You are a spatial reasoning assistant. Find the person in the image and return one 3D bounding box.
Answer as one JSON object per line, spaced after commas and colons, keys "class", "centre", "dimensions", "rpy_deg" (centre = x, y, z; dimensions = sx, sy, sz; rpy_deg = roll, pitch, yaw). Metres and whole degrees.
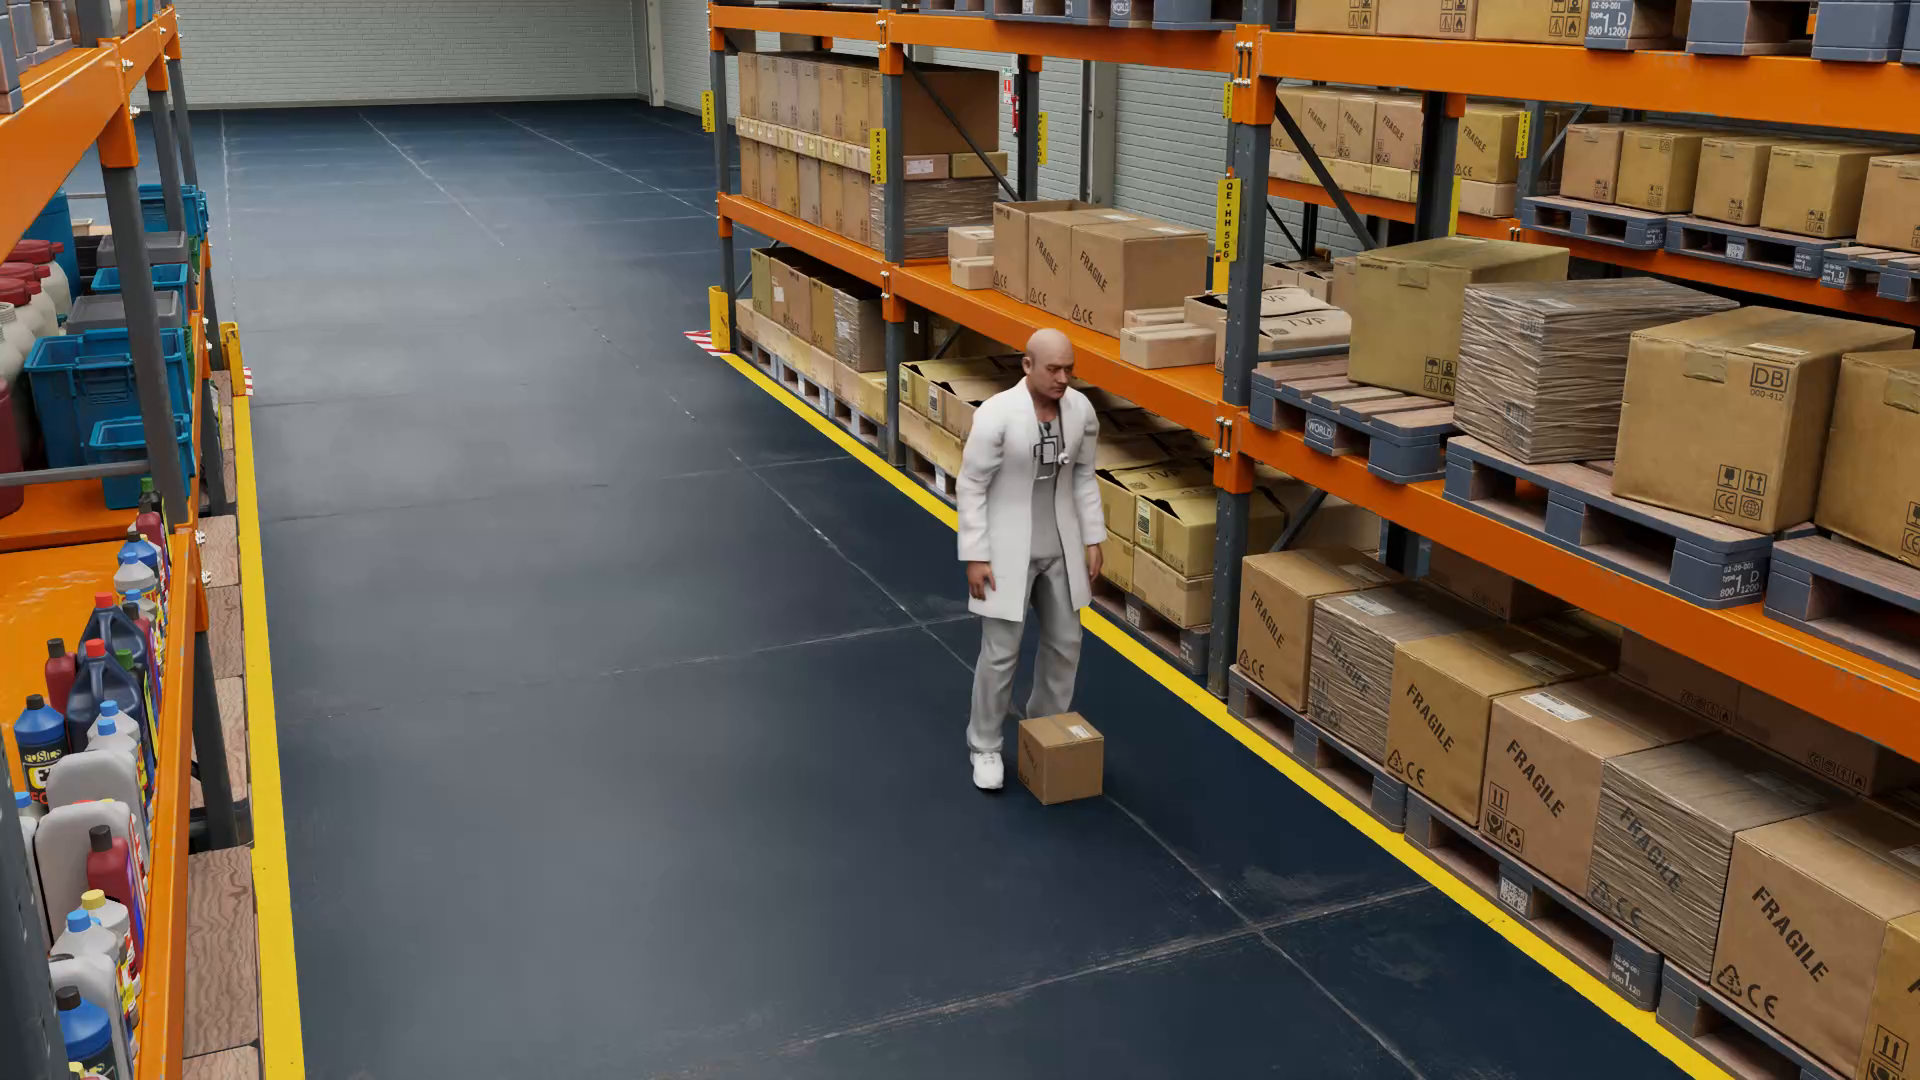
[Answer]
{"class": "person", "centre": [0.288, 0.053, 6.429], "dimensions": [0.649, 1.773, 0.433], "rpy_deg": [-9, 21, -25]}
